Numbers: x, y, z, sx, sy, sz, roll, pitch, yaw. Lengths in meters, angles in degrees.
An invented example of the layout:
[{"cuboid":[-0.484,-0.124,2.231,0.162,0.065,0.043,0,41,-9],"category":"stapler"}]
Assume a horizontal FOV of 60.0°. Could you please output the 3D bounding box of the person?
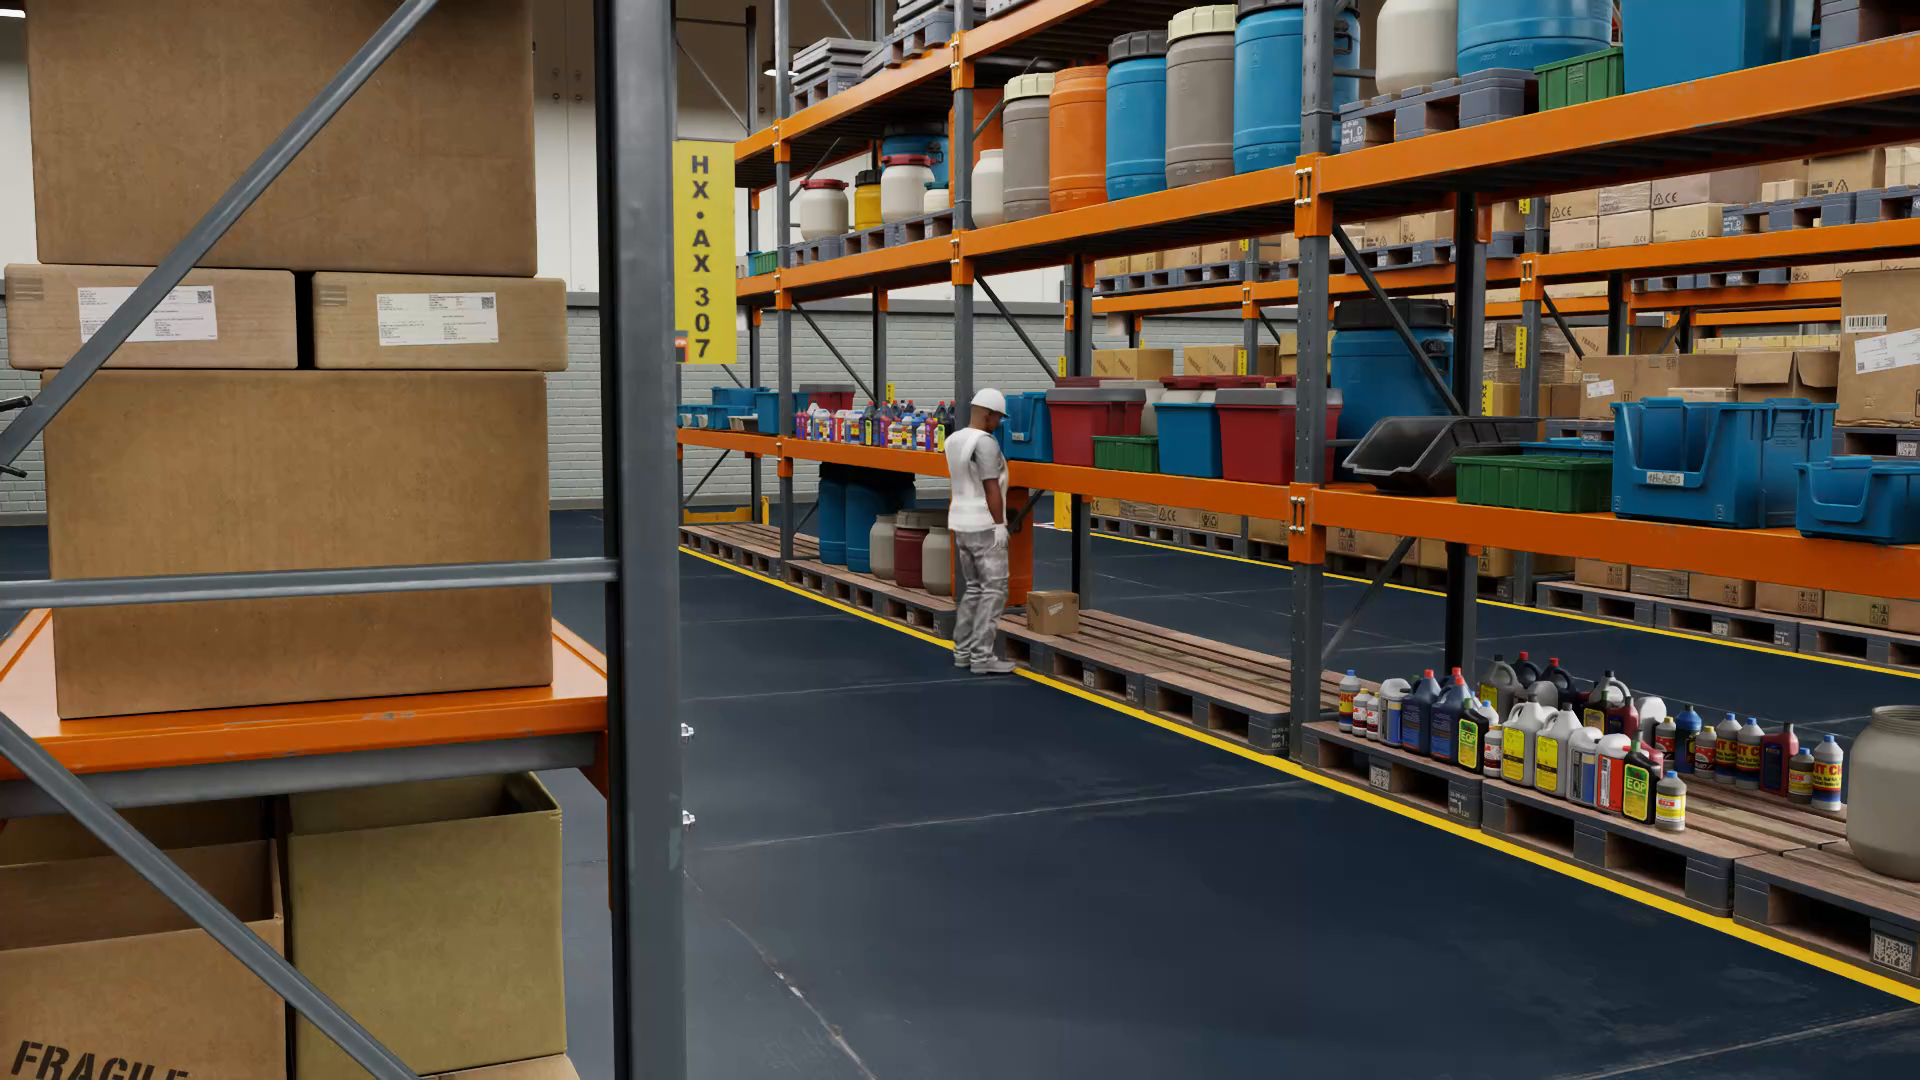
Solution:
[{"cuboid":[0.133,-0.065,10.402,0.389,1.763,0.557,-2,6,-23],"category":"person"}]
